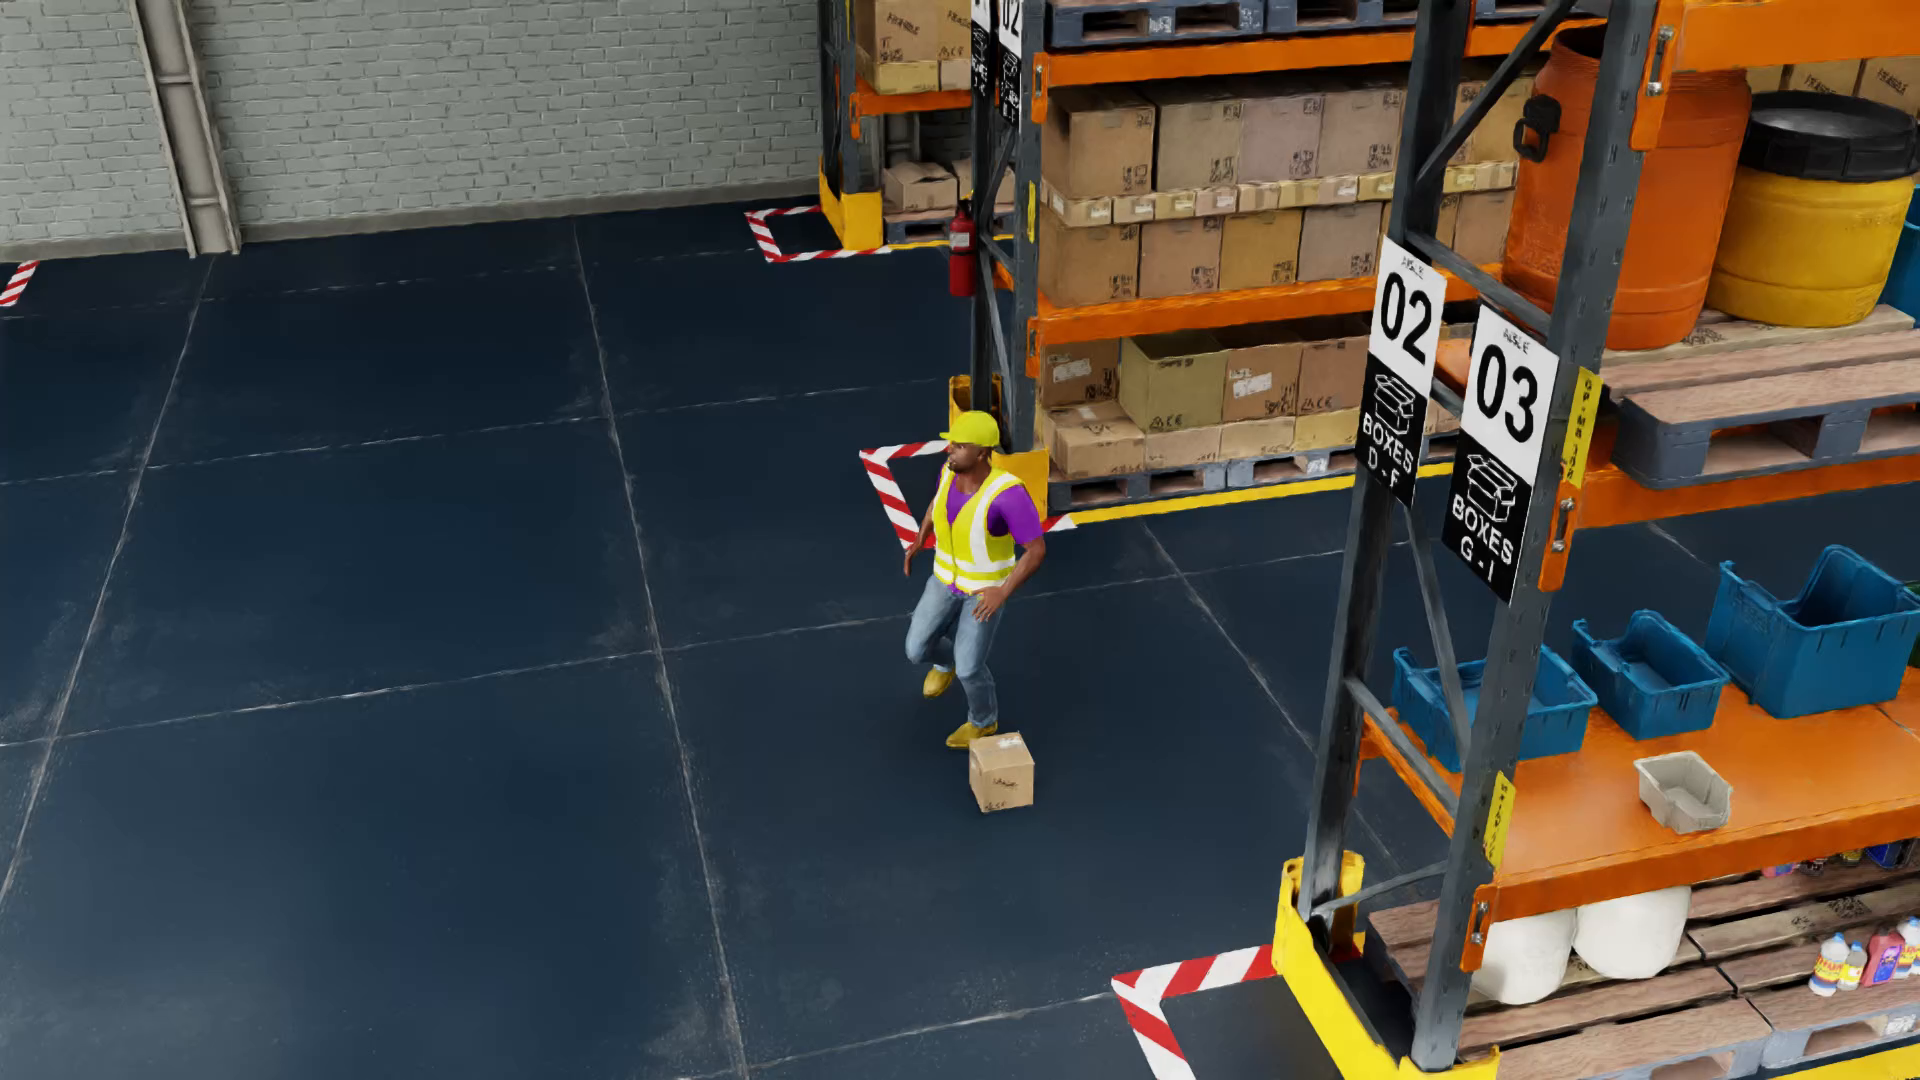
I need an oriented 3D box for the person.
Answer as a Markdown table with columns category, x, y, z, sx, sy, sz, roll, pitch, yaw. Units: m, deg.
| category | x | y | z | sx | sy | sz | roll | pitch | yaw |
| --- | --- | --- | --- | --- | --- | --- | --- | --- | --- |
| person | 0.044 | 0.208 | 7.894 | 0.756 | 1.731 | 0.503 | 22 | 37 | 33 |
